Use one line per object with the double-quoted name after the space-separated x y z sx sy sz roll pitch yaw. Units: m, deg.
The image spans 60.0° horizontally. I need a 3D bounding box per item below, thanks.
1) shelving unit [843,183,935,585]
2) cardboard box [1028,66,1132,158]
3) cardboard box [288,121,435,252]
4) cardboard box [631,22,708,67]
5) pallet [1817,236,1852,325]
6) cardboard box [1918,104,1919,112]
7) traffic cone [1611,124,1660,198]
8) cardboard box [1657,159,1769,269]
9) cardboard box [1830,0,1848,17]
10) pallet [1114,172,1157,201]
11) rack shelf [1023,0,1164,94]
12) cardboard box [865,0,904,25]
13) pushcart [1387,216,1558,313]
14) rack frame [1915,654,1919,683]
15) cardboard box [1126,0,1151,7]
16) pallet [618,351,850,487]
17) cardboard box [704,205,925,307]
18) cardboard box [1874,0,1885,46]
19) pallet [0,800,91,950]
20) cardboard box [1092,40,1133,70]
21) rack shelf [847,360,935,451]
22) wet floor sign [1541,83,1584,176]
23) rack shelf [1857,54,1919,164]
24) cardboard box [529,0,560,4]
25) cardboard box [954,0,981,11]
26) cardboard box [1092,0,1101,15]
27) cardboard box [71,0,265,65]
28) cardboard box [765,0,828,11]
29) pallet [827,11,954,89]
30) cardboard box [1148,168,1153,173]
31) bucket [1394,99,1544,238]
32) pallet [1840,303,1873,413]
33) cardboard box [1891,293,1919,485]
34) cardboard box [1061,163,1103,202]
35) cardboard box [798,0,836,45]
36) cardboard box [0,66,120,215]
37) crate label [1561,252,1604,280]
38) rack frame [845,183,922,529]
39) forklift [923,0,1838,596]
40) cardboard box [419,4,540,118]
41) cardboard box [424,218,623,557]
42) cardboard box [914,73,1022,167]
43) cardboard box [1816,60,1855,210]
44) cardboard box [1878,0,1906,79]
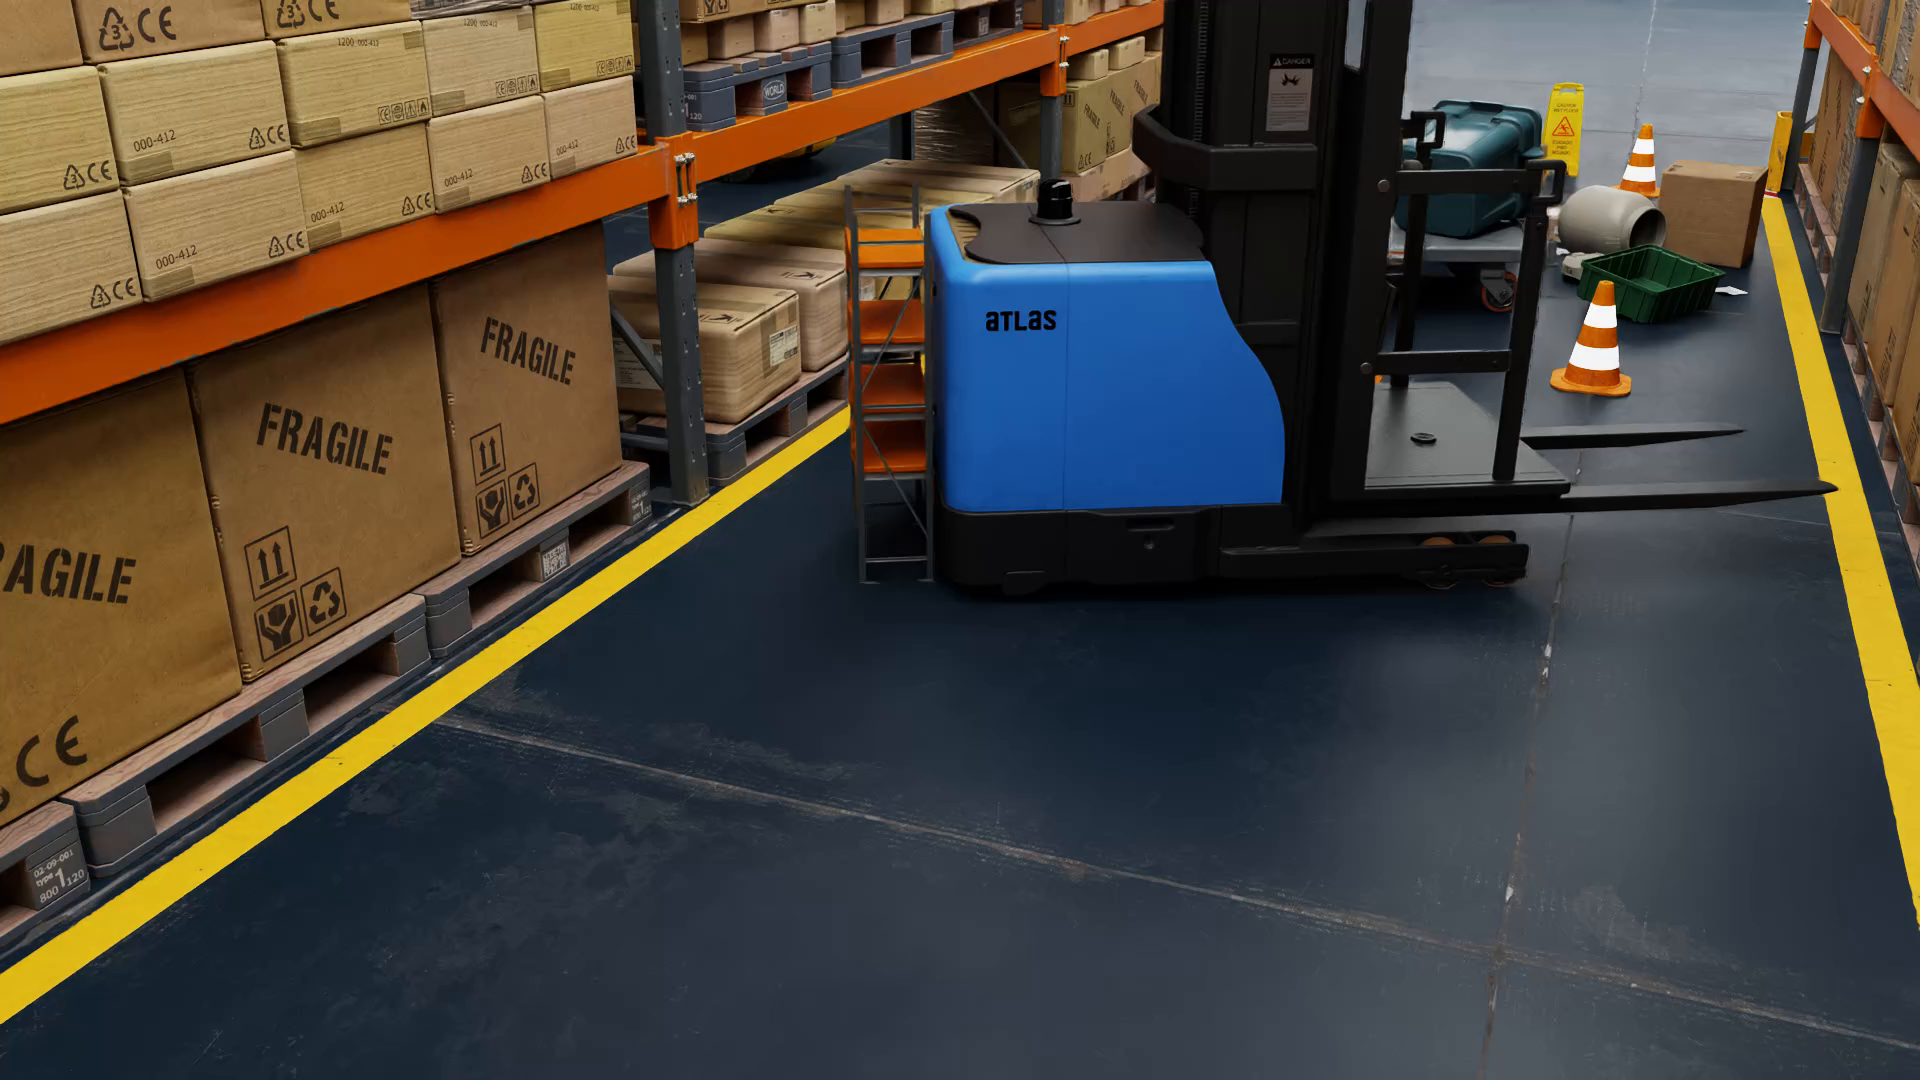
-0.231 -0.508 5.409 0.258 1.200 0.503 -2 23 -5 "shelving unit"
0.738 -2.655 10.264 0.500 0.500 0.500 10 25 22 "cardboard box"
-1.730 -0.937 4.295 0.500 0.250 0.500 9 24 20 "cardboard box"
-1.112 -1.754 5.839 0.380 0.149 0.250 7 24 17 "cardboard box"
5.069 -1.320 8.636 1.003 0.211 1.213 9 24 20 "pallet"
3.705 -1.701 5.801 0.500 0.500 0.500 9 24 21 "cardboard box"
4.684 -2.620 11.422 0.336 0.463 0.334 9 24 20 "traffic cone"
4.337 -1.896 9.637 0.500 0.500 0.500 13 26 29 "cardboard box"
5.595 -3.325 9.623 0.875 0.550 0.550 9 24 20 "cardboard box"
0.748 -2.415 11.258 1.003 0.211 1.213 9 24 20 "pallet"
0.823 -3.402 10.936 1.077 0.370 4.000 9 24 20 "rack shelf"
-0.467 -2.326 7.207 0.380 0.149 0.250 10 25 22 "cardboard box"
2.216 -1.500 8.851 1.648 0.377 0.936 1 23 2 "pushcart"
3.228 -0.914 4.047 1.000 3.000 0.127 9 24 20 "rack frame"
0.979 -3.426 10.385 0.380 0.149 0.250 9 24 20 "cardboard box"
-1.114 -0.580 6.864 1.003 0.211 1.213 9 24 20 "pallet"
-0.633 -1.305 7.846 0.950 0.372 0.625 10 25 22 "cardboard box"
4.839 -2.549 7.765 0.875 0.550 0.550 9 24 20 "cardboard box"
-2.675 0.844 3.455 1.003 0.211 1.213 9 24 20 "pallet"
0.841 -2.981 10.204 0.380 0.149 0.250 10 25 22 "cardboard box"
-0.231 -0.446 5.435 0.258 0.148 0.480 -2 23 -5 "rack shelf"
4.372 -2.985 12.058 0.267 0.644 0.232 5 23 11 "wet floor sign"
3.971 -1.298 5.899 1.077 0.370 4.000 9 24 20 "rack shelf"
-1.355 -1.872 4.913 0.500 0.500 0.500 8 24 19 "cardboard box"
-0.123 -2.592 7.844 0.380 0.149 0.250 9 24 20 "cardboard box"
0.611 -3.166 9.765 0.380 0.149 0.250 9 24 20 "cardboard box"
-1.923 -1.330 3.616 0.500 0.500 0.500 8 24 19 "cardboard box"
-0.837 -2.279 6.255 0.500 0.500 0.500 10 25 23 "cardboard box"
-0.708 -2.213 7.404 1.003 0.211 1.213 9 24 20 "pallet"
1.126 -2.675 11.284 0.500 0.250 0.500 8 24 18 "cardboard box"
2.623 -1.915 8.719 0.726 0.611 0.620 19 39 38 "bucket"
4.497 -0.772 7.325 1.003 0.211 1.213 9 24 20 "pallet"
3.859 -0.588 5.641 1.050 0.750 0.750 9 24 21 "cardboard box"
0.550 -2.116 9.946 0.500 0.250 0.500 8 24 18 "cardboard box"
-0.710 -2.038 6.517 0.380 0.149 0.250 9 24 20 "cardboard box"
-2.087 -0.801 3.323 0.500 0.250 0.500 9 24 21 "cardboard box"
3.474 -1.493 9.148 0.298 0.136 0.250 -7 24 -17 "crate label"
-0.255 -0.601 5.633 0.240 1.200 0.015 -2 23 -5 "rack frame"
1.415 -1.394 5.284 3.031 2.935 1.130 -2 23 -5 "forklift"
-1.537 -1.355 4.647 0.500 0.250 0.500 8 24 19 "cardboard box"
-1.739 -0.565 5.422 0.875 0.875 0.875 9 24 20 "cardboard box"
0.051 -2.539 9.987 0.500 0.500 0.500 8 24 19 "cardboard box"
5.684 -2.423 9.871 0.875 0.875 0.875 8 24 19 "cardboard box"
4.268 -2.242 7.096 0.500 0.500 0.500 9 24 21 "cardboard box"
